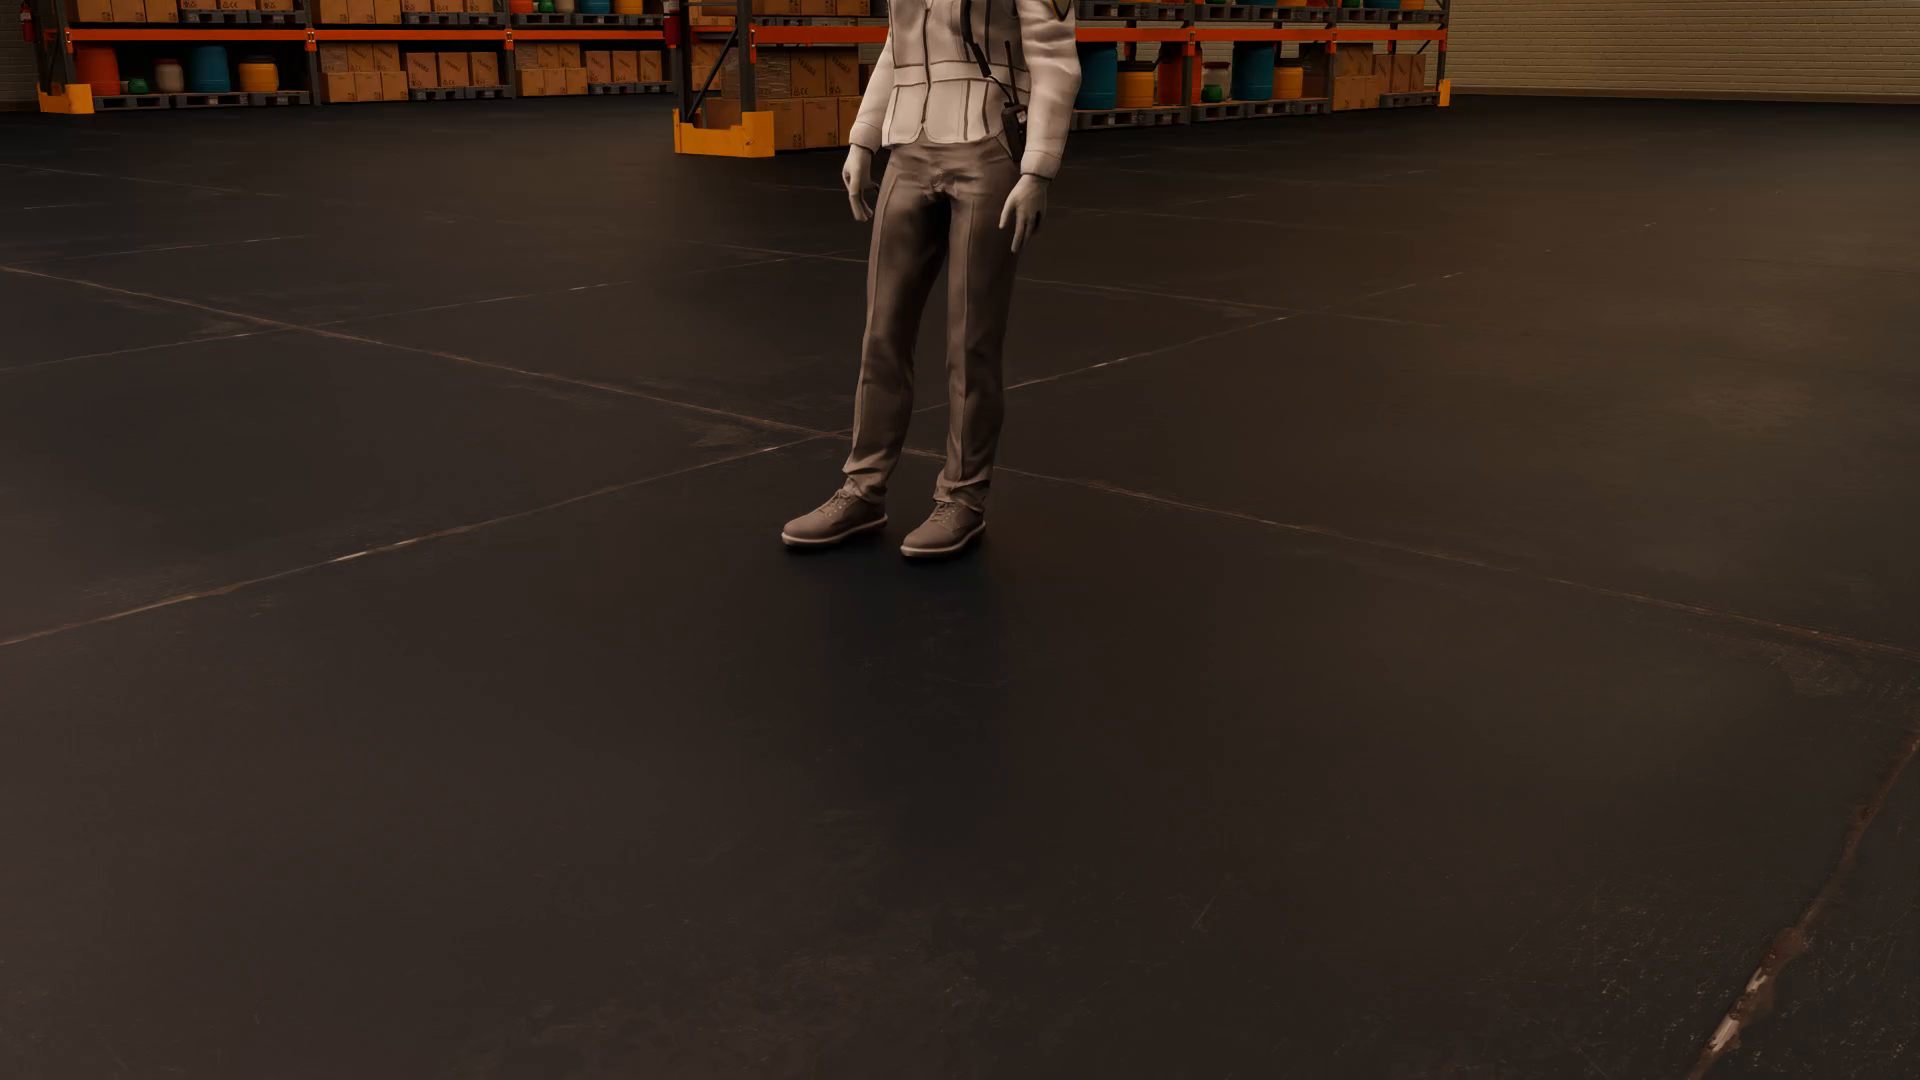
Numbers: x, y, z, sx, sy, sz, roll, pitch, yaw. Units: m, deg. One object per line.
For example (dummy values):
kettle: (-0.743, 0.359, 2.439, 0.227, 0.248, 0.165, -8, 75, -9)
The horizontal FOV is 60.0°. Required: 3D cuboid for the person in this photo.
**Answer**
person: (-0.049, -0.804, 3.647, 0.587, 1.695, 0.531, 13, 21, 37)
